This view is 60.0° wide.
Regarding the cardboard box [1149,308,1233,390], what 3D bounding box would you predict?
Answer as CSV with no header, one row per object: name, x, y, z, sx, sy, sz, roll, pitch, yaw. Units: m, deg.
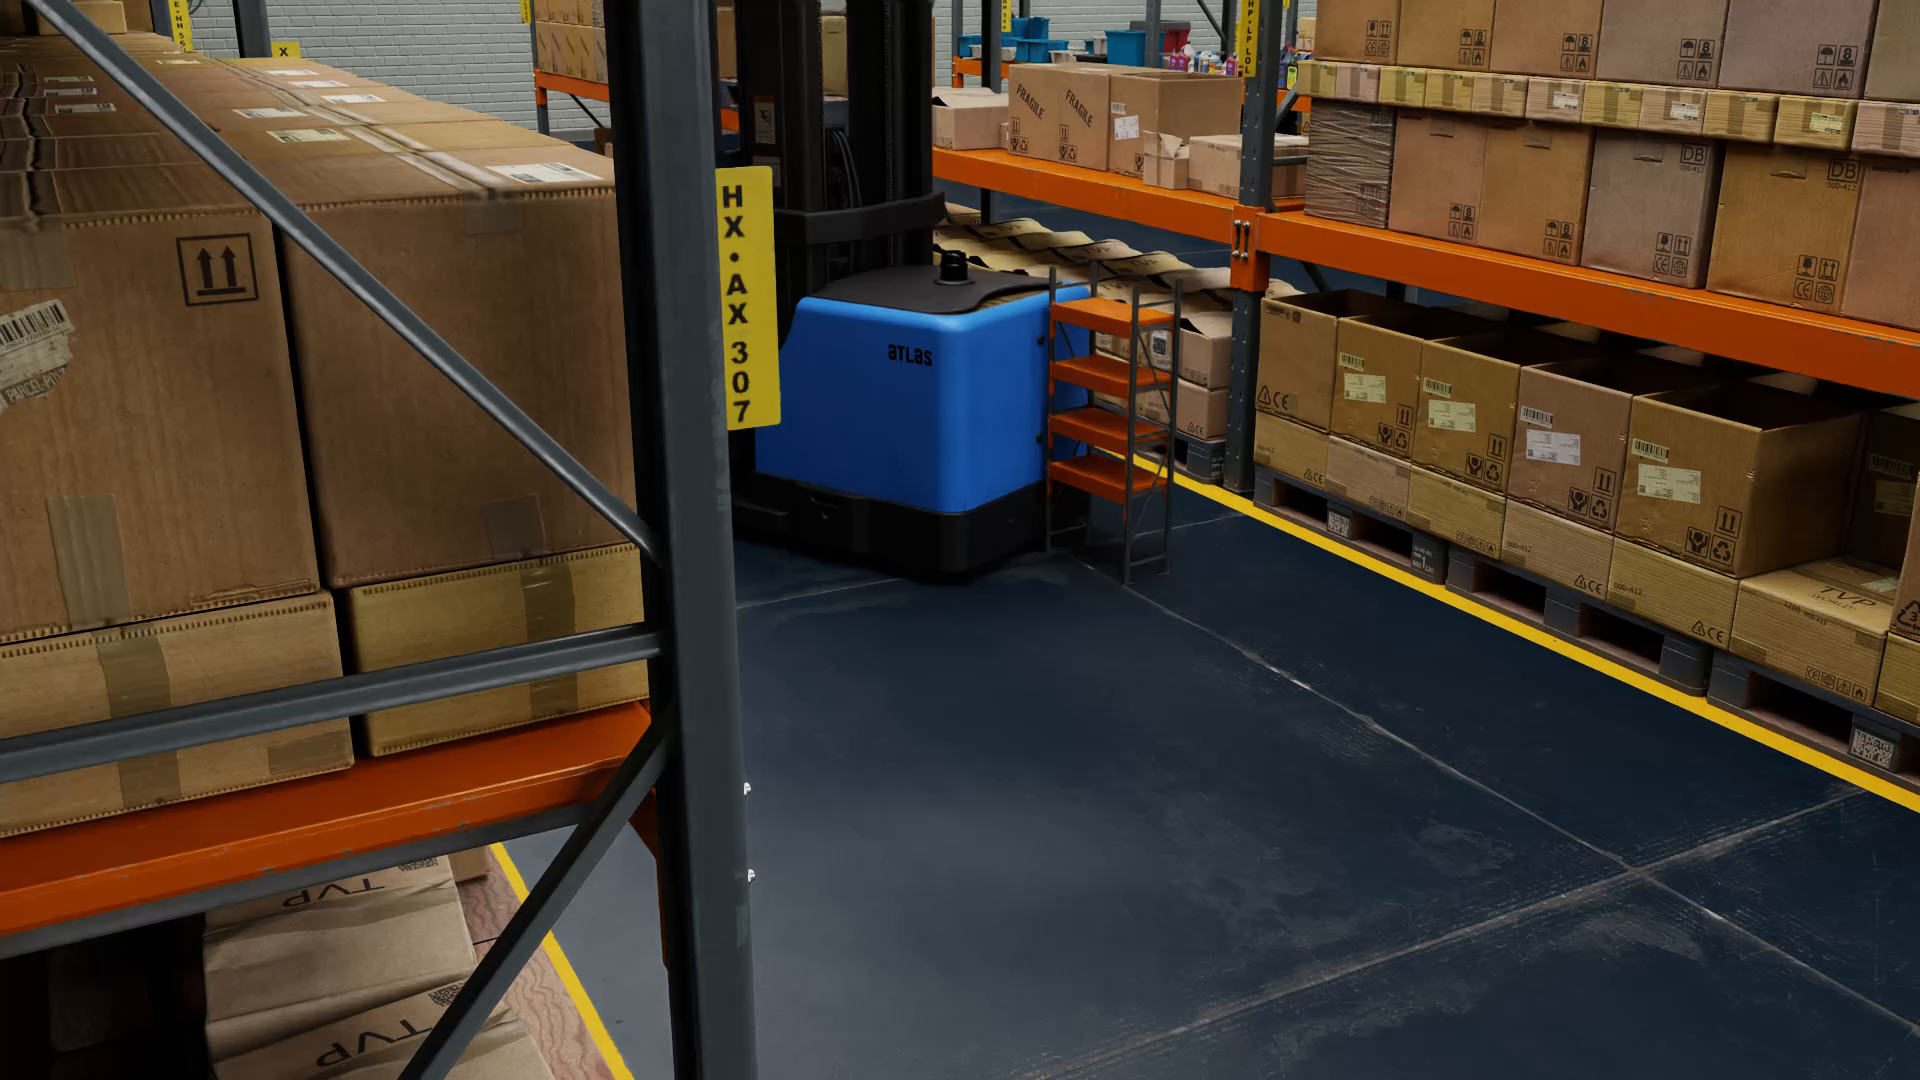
cardboard box,1.261,-0.955,8.013,0.500,0.311,0.500,-10,21,-27

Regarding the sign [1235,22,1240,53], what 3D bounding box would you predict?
sign,2.753,-4.998,16.592,0.100,0.325,0.005,-10,21,-27

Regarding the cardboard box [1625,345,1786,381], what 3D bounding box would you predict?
cardboard box,2.836,-0.444,6.241,0.500,0.500,0.500,-10,21,-27

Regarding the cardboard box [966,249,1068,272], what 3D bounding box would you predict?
cardboard box,0.293,-1.540,9.706,0.500,0.311,0.500,-11,22,-28

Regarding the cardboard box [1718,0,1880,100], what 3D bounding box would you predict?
cardboard box,2.875,-1.678,5.253,0.700,0.500,0.500,-10,21,-26

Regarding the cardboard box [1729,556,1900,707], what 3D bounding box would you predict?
cardboard box,2.842,0.280,5.292,0.500,0.250,0.500,-10,21,-27

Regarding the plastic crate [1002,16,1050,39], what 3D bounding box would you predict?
plastic crate,0.692,-5.908,19.509,0.616,0.435,0.499,-10,21,-27

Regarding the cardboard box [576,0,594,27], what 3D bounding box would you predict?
cardboard box,-3.284,-5.077,15.560,0.500,0.500,0.500,-10,22,-27

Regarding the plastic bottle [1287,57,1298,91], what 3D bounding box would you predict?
plastic bottle,2.906,-4.048,14.444,0.061,0.283,0.133,-10,21,-27

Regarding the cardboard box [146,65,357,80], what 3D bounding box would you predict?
cardboard box,-1.914,-1.014,4.521,0.500,0.500,0.500,-10,21,-27

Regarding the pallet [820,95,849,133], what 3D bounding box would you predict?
pallet,-0.578,-2.961,11.407,1.213,0.211,1.003,-10,21,-27

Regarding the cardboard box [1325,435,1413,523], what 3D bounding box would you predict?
cardboard box,1.892,-0.294,6.956,0.500,0.250,0.500,-10,21,-27

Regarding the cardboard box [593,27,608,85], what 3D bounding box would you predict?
cardboard box,-3.049,-4.462,15.310,0.500,0.500,0.500,-9,21,-25

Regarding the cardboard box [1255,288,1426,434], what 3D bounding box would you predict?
cardboard box,1.650,-0.791,7.247,0.500,0.500,0.500,-10,21,-27

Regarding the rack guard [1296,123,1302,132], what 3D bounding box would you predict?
rack guard,4.716,-5.523,22.371,1.175,0.500,0.348,-10,21,-27

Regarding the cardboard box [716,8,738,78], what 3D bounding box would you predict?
cardboard box,-1.683,-3.904,13.048,0.700,0.500,0.500,-6,20,-18

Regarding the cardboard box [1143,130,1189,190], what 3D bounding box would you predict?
cardboard box,1.126,-1.880,8.187,0.396,0.266,0.258,-11,22,-28

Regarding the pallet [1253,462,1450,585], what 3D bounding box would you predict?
pallet,2.046,-0.167,7.290,1.003,0.211,1.213,-10,21,-27

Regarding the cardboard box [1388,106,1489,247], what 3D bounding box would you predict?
cardboard box,2.178,-1.490,6.698,0.700,0.500,0.500,-10,22,-27

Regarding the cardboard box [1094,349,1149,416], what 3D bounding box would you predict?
cardboard box,1.015,-0.838,8.533,0.500,0.250,0.500,-10,22,-27

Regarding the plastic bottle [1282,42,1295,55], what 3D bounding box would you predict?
plastic bottle,3.080,-4.493,15.628,0.144,0.351,0.185,-10,21,-27

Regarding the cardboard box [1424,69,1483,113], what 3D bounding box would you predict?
cardboard box,2.032,-1.745,6.443,0.380,0.149,0.250,-10,22,-27

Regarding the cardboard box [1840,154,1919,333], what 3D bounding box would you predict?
cardboard box,3.141,-0.905,5.001,0.700,0.500,0.500,-9,21,-25

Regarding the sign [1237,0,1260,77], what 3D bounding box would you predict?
sign,1.233,-2.143,7.088,0.100,0.325,0.005,-10,21,-27

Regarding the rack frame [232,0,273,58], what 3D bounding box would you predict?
rack frame,-2.652,-0.951,5.289,1.000,3.000,0.127,-10,21,-27

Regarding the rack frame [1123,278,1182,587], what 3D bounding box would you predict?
rack frame,0.747,-0.407,6.471,0.240,1.200,0.015,-14,23,-34

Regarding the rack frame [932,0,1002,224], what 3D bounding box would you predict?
rack frame,-0.194,-2.868,10.844,1.000,3.000,0.127,-10,21,-27

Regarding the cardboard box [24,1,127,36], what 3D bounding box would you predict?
cardboard box,-4.196,-2.477,7.889,0.380,0.149,0.250,-14,24,-36

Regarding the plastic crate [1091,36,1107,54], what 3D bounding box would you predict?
plastic crate,1.705,-5.221,17.754,0.437,0.282,0.530,-10,21,-27

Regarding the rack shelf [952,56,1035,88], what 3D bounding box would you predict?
rack shelf,1.318,-5.016,18.173,1.077,0.370,4.000,-10,21,-27

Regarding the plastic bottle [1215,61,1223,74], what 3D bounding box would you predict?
plastic bottle,2.403,-4.326,15.374,0.097,0.201,0.097,0,19,0

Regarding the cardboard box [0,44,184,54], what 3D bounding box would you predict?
cardboard box,-3.463,-1.703,6.642,0.700,0.500,0.500,-7,20,-19

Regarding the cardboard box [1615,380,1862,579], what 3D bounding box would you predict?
cardboard box,2.601,-0.217,5.584,0.500,0.500,0.500,-10,21,-27

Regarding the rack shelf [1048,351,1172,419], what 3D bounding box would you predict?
rack shelf,0.601,-0.618,6.605,0.258,0.148,0.480,-14,23,-34

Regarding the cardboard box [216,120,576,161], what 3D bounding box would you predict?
cardboard box,-0.941,-0.423,2.808,0.500,0.500,0.500,-10,21,-27

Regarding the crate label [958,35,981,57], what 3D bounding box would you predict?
crate label,0.196,-5.758,19.384,0.416,0.233,0.303,-10,21,-27

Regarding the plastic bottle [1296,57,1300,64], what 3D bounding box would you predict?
plastic bottle,2.959,-4.058,14.471,0.061,0.283,0.133,-10,21,-27

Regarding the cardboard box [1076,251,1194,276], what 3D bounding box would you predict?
cardboard box,0.997,-1.482,9.539,0.500,0.311,0.500,-9,21,-25

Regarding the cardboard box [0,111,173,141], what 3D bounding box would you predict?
cardboard box,-1.643,-0.492,3.009,0.500,0.500,0.500,-11,22,-28

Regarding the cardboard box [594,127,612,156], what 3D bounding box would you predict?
cardboard box,-3.518,-4.073,17.493,0.500,0.500,0.500,-10,21,-27

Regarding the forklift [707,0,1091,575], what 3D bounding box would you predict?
forklift,-0.928,-1.606,7.291,3.031,2.935,1.130,13,23,34

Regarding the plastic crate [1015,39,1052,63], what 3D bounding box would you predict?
plastic crate,0.821,-5.380,18.288,0.416,0.233,0.300,-10,21,-27

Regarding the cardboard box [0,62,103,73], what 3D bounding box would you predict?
cardboard box,-2.613,-1.077,4.703,0.500,0.500,0.500,-11,22,-28

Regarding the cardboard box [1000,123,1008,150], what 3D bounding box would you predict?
cardboard box,0.461,-2.392,9.849,0.380,0.149,0.250,-8,21,-23

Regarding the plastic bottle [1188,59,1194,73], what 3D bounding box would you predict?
plastic bottle,2.201,-4.448,15.729,0.097,0.201,0.097,0,19,0

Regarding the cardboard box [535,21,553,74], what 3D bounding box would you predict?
cardboard box,-4.014,-5.043,16.995,0.500,0.500,0.500,-9,21,-26

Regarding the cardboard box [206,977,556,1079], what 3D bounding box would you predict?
cardboard box,-1.002,1.048,2.944,0.500,0.311,0.500,-13,23,-33

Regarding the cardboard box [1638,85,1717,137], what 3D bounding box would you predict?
cardboard box,2.517,-1.450,5.588,0.380,0.149,0.250,-10,22,-27

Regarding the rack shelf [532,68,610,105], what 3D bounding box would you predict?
rack shelf,-3.043,-4.250,15.953,1.077,0.370,4.000,-10,21,-27

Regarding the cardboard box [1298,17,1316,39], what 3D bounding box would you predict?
cardboard box,4.717,-6.588,21.398,0.500,0.250,0.500,-11,22,-28

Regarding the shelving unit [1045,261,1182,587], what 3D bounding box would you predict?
shelving unit,0.601,-0.471,6.656,0.258,1.200,0.503,-14,23,-34

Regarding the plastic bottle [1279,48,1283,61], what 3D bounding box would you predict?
plastic bottle,2.953,-4.470,15.564,0.144,0.351,0.185,-10,21,-27

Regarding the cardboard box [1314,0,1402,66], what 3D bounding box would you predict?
cardboard box,1.922,-2.254,6.922,0.700,0.500,0.500,-10,21,-26
